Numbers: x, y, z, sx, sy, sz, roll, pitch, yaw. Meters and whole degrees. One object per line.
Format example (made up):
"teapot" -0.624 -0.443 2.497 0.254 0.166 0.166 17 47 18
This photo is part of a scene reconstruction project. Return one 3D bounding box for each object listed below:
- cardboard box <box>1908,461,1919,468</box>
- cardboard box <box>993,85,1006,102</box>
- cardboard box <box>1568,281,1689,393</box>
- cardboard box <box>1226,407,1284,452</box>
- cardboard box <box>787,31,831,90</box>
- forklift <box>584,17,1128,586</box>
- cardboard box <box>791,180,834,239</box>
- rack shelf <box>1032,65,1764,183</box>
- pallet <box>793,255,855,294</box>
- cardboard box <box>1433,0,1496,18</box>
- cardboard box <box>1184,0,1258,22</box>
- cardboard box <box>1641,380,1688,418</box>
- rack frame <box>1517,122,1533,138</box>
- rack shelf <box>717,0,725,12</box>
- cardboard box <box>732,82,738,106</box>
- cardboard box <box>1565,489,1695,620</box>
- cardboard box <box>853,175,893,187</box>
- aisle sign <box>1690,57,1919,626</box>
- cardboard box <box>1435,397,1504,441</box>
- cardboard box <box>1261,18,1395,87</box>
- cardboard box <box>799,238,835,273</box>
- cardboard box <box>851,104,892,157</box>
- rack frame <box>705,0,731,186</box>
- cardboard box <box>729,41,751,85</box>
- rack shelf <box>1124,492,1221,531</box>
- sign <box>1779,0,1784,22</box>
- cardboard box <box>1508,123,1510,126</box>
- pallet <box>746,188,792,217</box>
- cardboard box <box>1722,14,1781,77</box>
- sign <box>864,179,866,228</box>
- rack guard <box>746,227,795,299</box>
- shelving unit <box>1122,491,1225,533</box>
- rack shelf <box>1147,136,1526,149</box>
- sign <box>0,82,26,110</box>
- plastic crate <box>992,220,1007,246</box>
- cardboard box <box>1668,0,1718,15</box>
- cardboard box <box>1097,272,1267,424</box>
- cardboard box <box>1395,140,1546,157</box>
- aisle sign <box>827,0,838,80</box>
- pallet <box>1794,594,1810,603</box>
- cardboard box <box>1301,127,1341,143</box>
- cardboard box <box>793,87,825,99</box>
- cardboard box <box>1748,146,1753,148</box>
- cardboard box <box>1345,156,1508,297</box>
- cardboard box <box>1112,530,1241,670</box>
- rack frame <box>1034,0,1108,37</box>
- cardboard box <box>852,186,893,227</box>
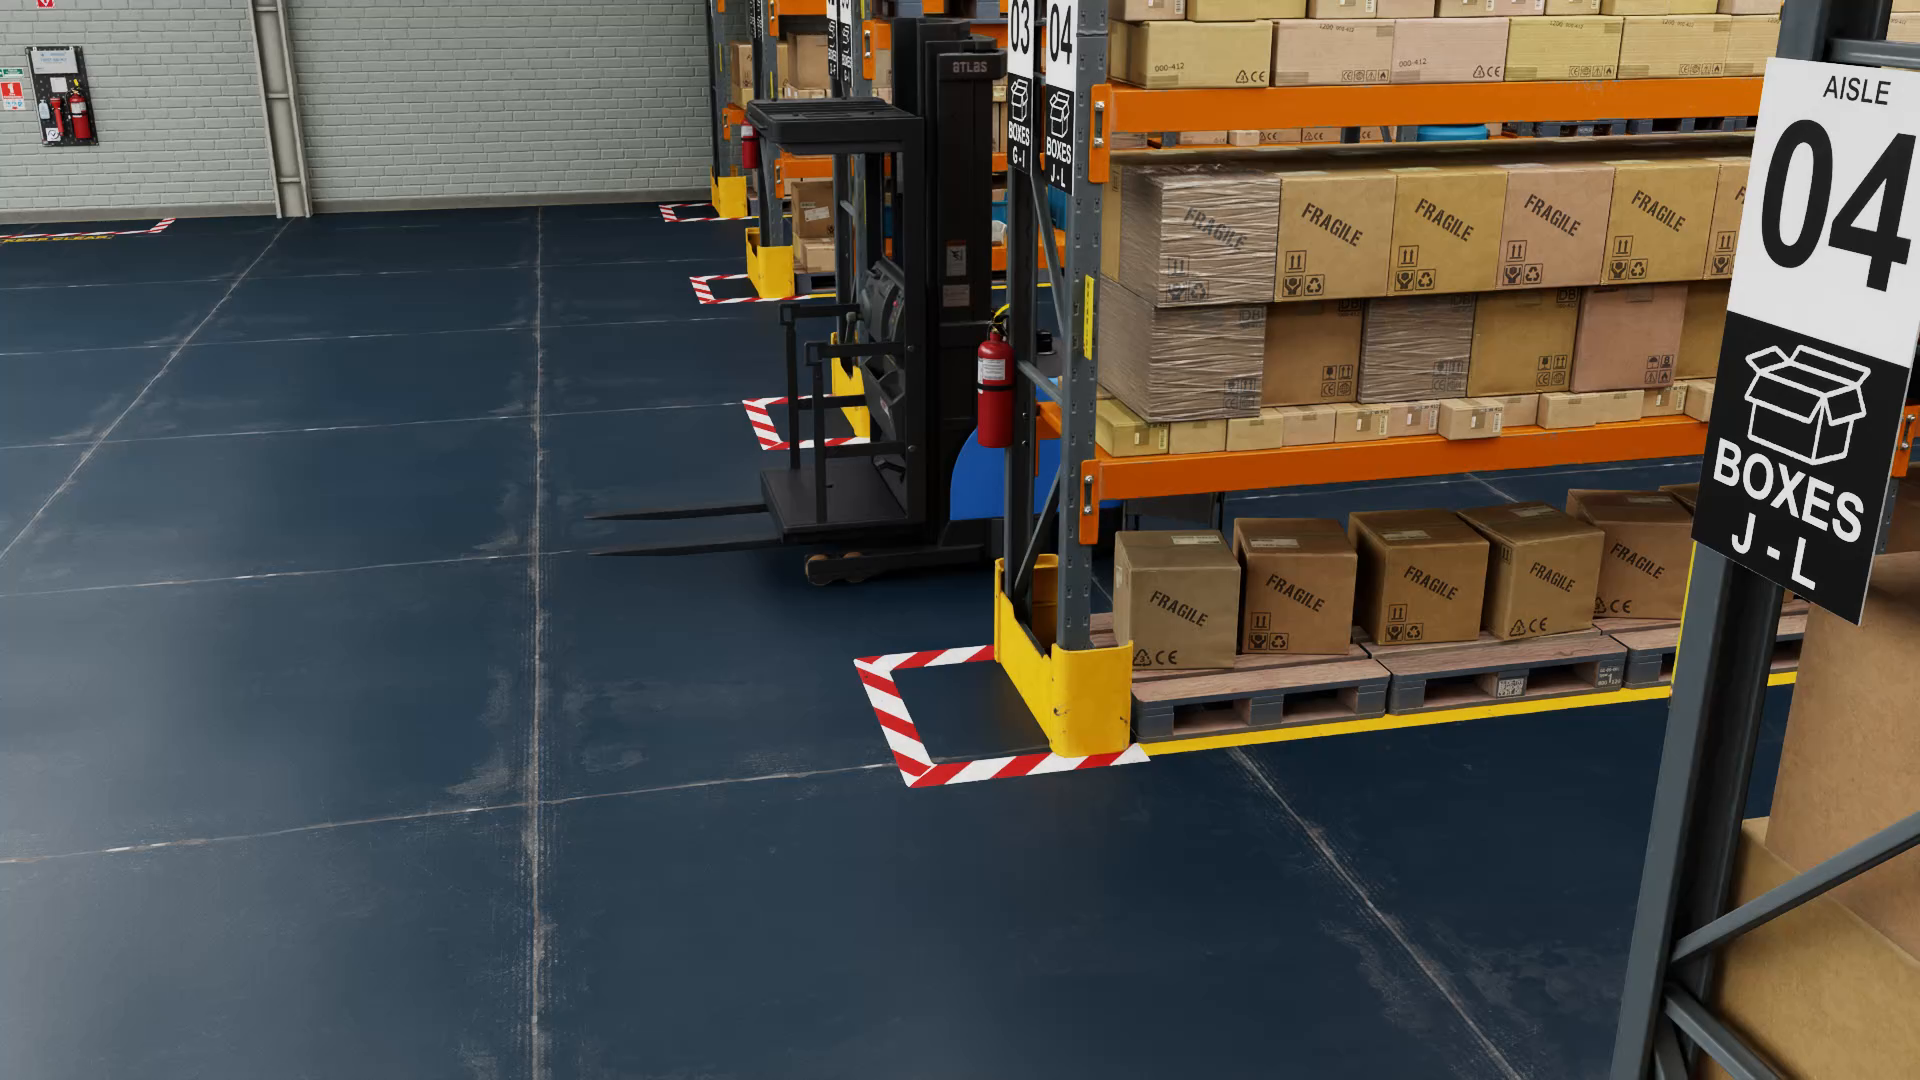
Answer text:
"cardboard box" 5.348 -0.083 8.674 0.500 0.500 0.700 -5 21 -13
"cardboard box" 0.292 -4.429 16.457 0.250 0.149 0.380 -4 20 -11
"cardboard box" 2.867 -1.047 7.735 0.500 0.500 0.875 -5 21 -12
"cardboard box" 1.211 -0.513 7.220 0.250 0.149 0.380 -5 21 -12
"cardboard box" -1.383 -4.670 16.169 0.500 0.500 0.700 -5 21 -12
"forklift" -0.612 -1.325 9.171 3.031 2.935 1.130 -5 21 -13
"cardboard box" -1.438 -3.377 16.969 0.500 0.500 0.500 -5 21 -12
"rack shelf" 2.331 -1.889 7.296 4.000 0.370 1.077 -5 21 -12
"pallet" -1.157 -2.742 16.992 1.213 0.211 1.003 -5 21 -12
"cardboard box" 1.979 -2.221 6.796 0.250 0.149 0.380 -6 21 -15
"cardboard box" 0.980 -2.118 6.513 0.250 0.149 0.380 -4 21 -11
"cardboard box" 3.142 -0.694 7.715 0.250 0.149 0.380 -5 21 -12
"rack frame" 5.894 -4.610 18.038 0.127 3.000 1.000 -5 21 -12
"rack shelf" -1.089 -6.863 20.875 4.000 0.370 1.077 -5 21 -12
"cardboard box" -2.625 -5.675 21.136 0.500 0.250 0.500 -4 21 -12
"cardboard box" 3.323 0.066 8.298 0.500 0.500 0.500 2 20 5
"cardboard box" -1.061 -4.778 21.493 0.500 0.500 0.700 -6 21 -16
"aisle sign" 1.290 -0.307 2.514 0.004 0.787 0.394 -5 21 -12
"cardboard box" 2.199 -0.571 7.379 0.250 0.149 0.380 -5 21 -12
"cardboard box" 1.413 -1.993 6.751 0.500 0.250 0.500 -5 21 -14
"cardboard box" -1.318 -2.851 16.622 0.500 0.250 0.500 -5 21 -12
"cardboard box" -0.924 -4.099 16.499 0.500 0.500 0.700 -4 21 -11
"rack frame" -3.035 -5.634 20.835 0.127 3.000 1.000 -5 21 -12
"cardboard box" -2.625 -6.034 21.024 0.500 0.500 0.500 -5 21 -13
"rack shelf" 1.203 -0.183 9.325 0.480 0.518 0.431 7 21 16
"sign" 1.316 -0.962 2.546 0.005 0.325 0.100 -5 21 -12
"cardboard box" 7.176 -5.606 23.271 0.750 0.750 0.750 -4 20 -11
"pallet" -2.162 -4.384 21.474 1.213 0.211 1.003 -5 21 -12
"cardboard box" 3.383 -2.154 7.190 0.500 0.250 0.500 -4 21 -11
"sign" -0.633 -2.264 11.231 0.005 0.325 0.100 -5 21 -12
"rack guard" -1.915 -2.801 16.734 0.348 0.500 1.175 -5 21 -12
"shelving unit" 1.212 -0.852 9.077 0.503 2.100 0.431 7 21 16
"rack shelf" 3.948 -4.114 17.729 4.000 0.370 1.077 -5 21 -12
"sign" -11.367 -5.329 19.950 0.234 0.329 0.001 -5 21 -12
"plastic crate" 0.190 -2.157 11.727 0.250 0.136 0.298 -5 21 -12
"cardboard box" 2.991 -2.314 7.048 0.250 0.149 0.380 -4 20 -10
"cardboard box" 0.926 -0.881 7.282 0.500 0.500 0.875 -5 21 -12
"cardboard box" 2.324 -1.560 7.680 0.500 0.500 0.500 -5 21 -12
"aisle sign" -0.894 -3.633 11.591 0.004 0.787 0.394 -5 21 -12
"pallet" 5.035 0.270 8.770 1.213 0.211 1.003 -5 21 -12
"cardboard box" 3.753 -4.477 17.529 0.500 0.500 0.500 -5 21 -12
"cardboard box" -1.460 -4.287 16.068 0.250 0.149 0.380 -5 21 -13
"cardboard box" 3.903 -1.505 7.531 0.500 0.500 0.500 -5 21 -12
"cardboard box" 1.957 -1.346 7.097 0.500 0.500 0.500 -5 21 -12
"cardboard box" 0.996 0.272 7.733 0.500 0.500 0.500 -1 20 -2
"rack frame" 0.385 -3.477 6.224 0.127 3.000 1.000 -5 21 -12
"cardboard box" -0.832 -3.243 16.603 0.500 0.500 0.500 -5 21 -12
